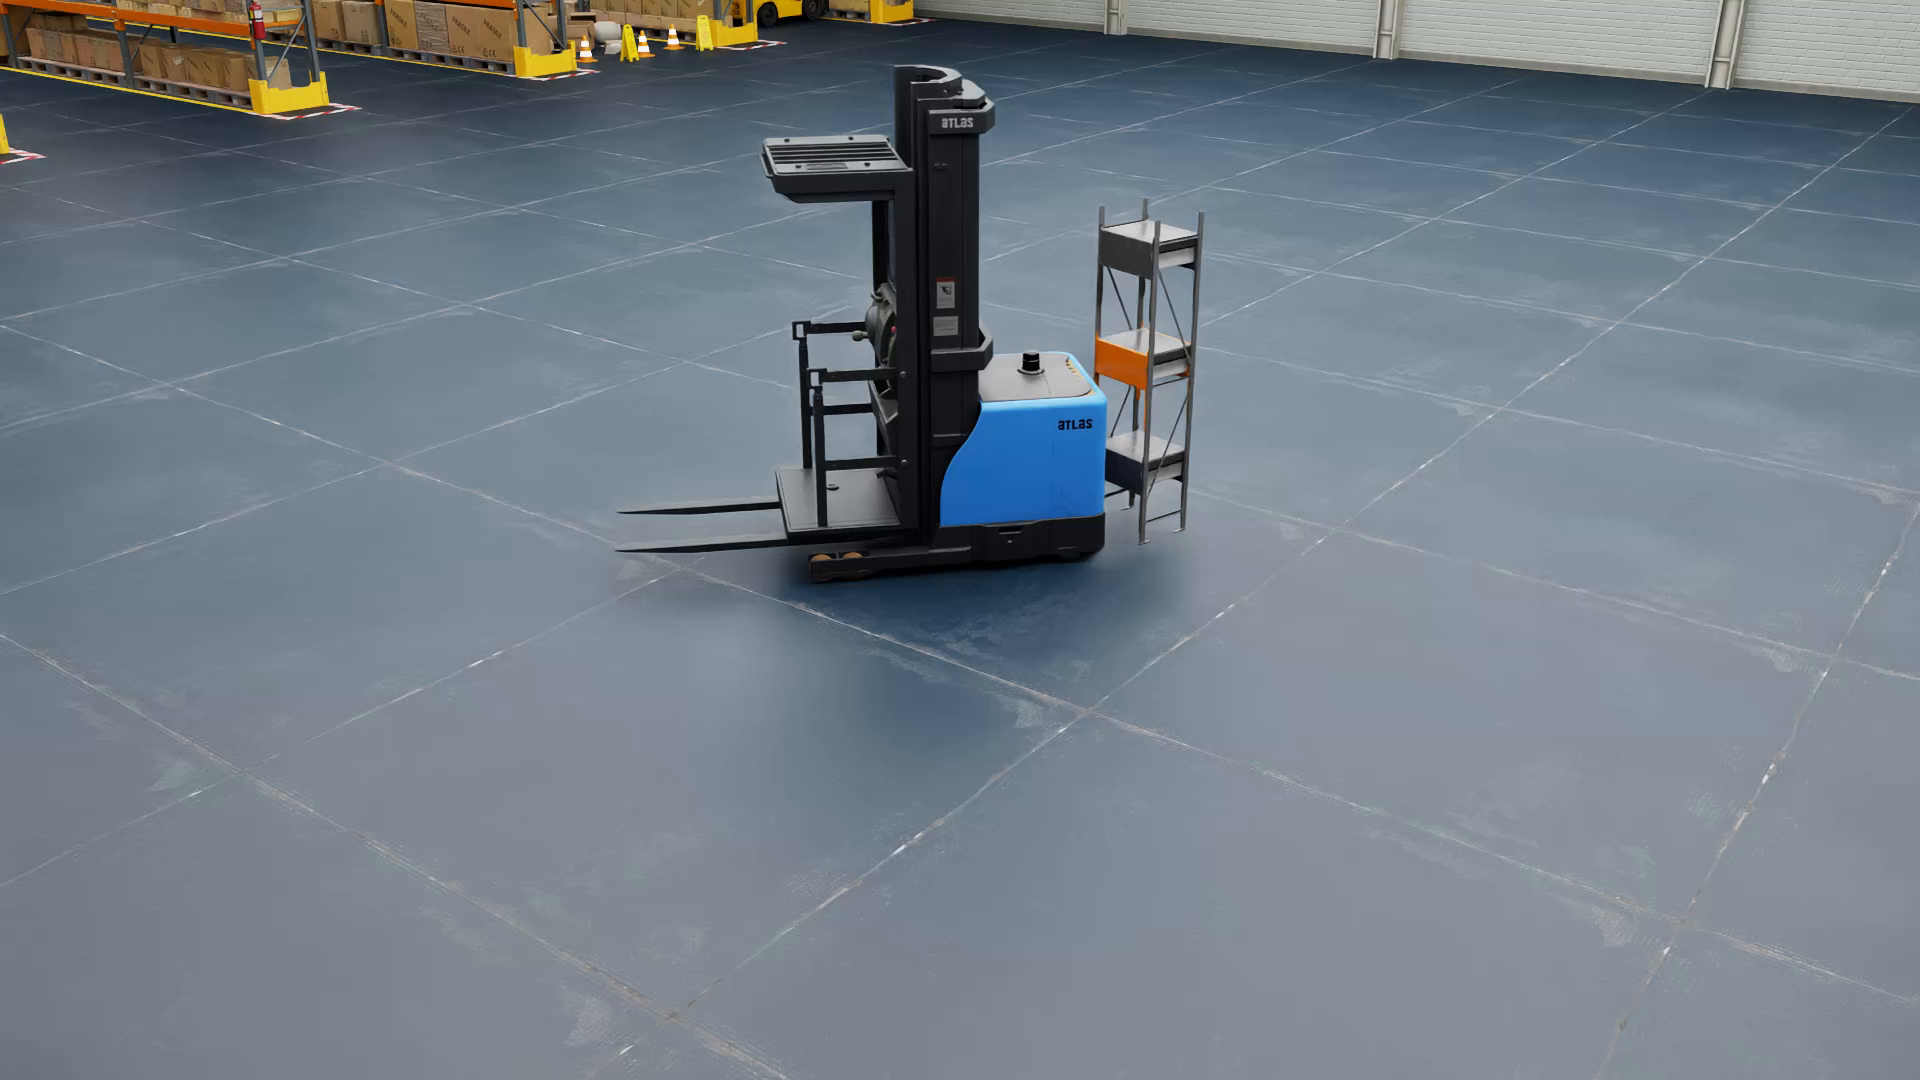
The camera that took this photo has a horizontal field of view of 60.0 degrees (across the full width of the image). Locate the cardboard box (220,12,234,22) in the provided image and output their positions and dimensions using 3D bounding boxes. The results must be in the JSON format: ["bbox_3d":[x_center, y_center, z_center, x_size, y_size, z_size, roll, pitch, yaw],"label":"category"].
[{"bbox_3d":[-11.229,-8.134,25.803,0.250,0.149,0.380,17,29,33],"label":"cardboard box"}]

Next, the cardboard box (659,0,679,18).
[{"bbox_3d":[-5.720,-10.851,33.618,0.500,0.500,0.500,18,30,35],"label":"cardboard box"}]

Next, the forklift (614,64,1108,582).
[{"bbox_3d":[-0.655,-1.312,10.094,3.031,2.935,1.130,-4,24,-9],"label":"forklift"}]

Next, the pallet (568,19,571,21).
[{"bbox_3d":[-8.327,-11.219,35.950,1.213,0.211,1.003,17,29,33],"label":"pallet"}]

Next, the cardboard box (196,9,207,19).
[{"bbox_3d":[-11.808,-8.327,26.240,0.250,0.149,0.380,17,29,33],"label":"cardboard box"}]

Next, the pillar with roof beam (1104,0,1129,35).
[{"bbox_3d":[0.674,-13.307,29.790,0.400,9.000,9.100,17,29,33],"label":"pillar with roof beam"}]

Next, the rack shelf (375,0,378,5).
[{"bbox_3d":[-12.192,-10.840,32.524,4.000,0.370,1.077,17,29,33],"label":"rack shelf"}]

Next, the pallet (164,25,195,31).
[{"bbox_3d":[-16.369,-11.156,35.808,1.213,0.211,1.003,17,29,33],"label":"pallet"}]

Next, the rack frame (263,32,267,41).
[{"bbox_3d":[-13.792,-11.653,33.477,0.127,3.000,1.000,17,29,33],"label":"rack frame"}]

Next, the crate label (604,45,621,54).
[{"bbox_3d":[-6.681,-9.447,32.022,0.298,0.136,0.250,3,24,6],"label":"crate label"}]

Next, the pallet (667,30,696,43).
[{"bbox_3d":[-5.193,-10.290,33.842,1.213,0.211,1.003,17,29,33],"label":"pallet"}]

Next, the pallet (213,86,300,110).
[{"bbox_3d":[-11.136,-7.093,26.585,1.213,0.211,1.003,17,29,33],"label":"pallet"}]

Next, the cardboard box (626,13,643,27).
[{"bbox_3d":[-6.533,-10.758,34.336,0.500,0.250,0.500,16,29,33],"label":"cardboard box"}]

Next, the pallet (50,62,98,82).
[{"bbox_3d":[-15.251,-8.316,29.363,1.213,0.211,1.003,17,29,33],"label":"pallet"}]

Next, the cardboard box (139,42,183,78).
[{"bbox_3d":[-13.351,-8.048,27.876,0.500,0.500,0.500,16,28,32],"label":"cardboard box"}]

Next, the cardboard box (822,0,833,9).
[{"bbox_3d":[-2.881,-12.135,37.461,0.500,0.250,0.500,17,29,34],"label":"cardboard box"}]

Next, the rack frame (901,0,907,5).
[{"bbox_3d":[-1.529,-12.942,36.403,0.127,3.000,1.000,17,29,33],"label":"rack frame"}]

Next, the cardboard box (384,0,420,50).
[{"bbox_3d":[-10.130,-9.731,31.229,0.875,0.875,0.875,17,29,34],"label":"cardboard box"}]

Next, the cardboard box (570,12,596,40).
[{"bbox_3d":[-7.662,-10.466,33.881,0.500,0.500,0.500,-5,24,-12],"label":"cardboard box"}]

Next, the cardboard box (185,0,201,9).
[{"bbox_3d":[-11.716,-8.683,26.244,0.500,0.500,0.875,17,29,33],"label":"cardboard box"}]

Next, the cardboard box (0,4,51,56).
[{"bbox_3d":[-17.388,-9.470,30.638,0.875,0.875,1.225,15,28,31],"label":"cardboard box"}]

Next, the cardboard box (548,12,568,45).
[{"bbox_3d":[-8.180,-10.091,32.860,0.503,0.637,0.797,17,29,33],"label":"cardboard box"}]

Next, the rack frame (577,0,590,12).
[{"bbox_3d":[-7.704,-12.307,34.962,0.127,3.000,1.000,17,29,33],"label":"rack frame"}]

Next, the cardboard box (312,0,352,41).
[{"bbox_3d":[-11.912,-10.204,32.458,0.750,0.750,1.050,17,29,33],"label":"cardboard box"}]

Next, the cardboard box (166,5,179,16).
[{"bbox_3d":[-12.447,-8.487,26.604,0.250,0.149,0.380,17,29,33],"label":"cardboard box"}]

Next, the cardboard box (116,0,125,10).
[{"bbox_3d":[-13.655,-8.846,27.417,0.250,0.149,0.380,17,29,33],"label":"cardboard box"}]

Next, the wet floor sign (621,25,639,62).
[{"bbox_3d":[-6.180,-9.273,30.995,0.232,0.644,0.267,12,26,24],"label":"wet floor sign"}]

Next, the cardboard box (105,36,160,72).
[{"bbox_3d":[-14.125,-8.322,28.473,0.500,0.500,0.700,14,28,29],"label":"cardboard box"}]

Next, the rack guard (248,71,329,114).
[{"bbox_3d":[-10.507,-7.017,26.055,0.348,0.500,1.175,17,29,33],"label":"rack guard"}]

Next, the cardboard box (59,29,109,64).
[{"bbox_3d":[-15.390,-8.714,29.361,0.500,0.500,0.700,20,31,38],"label":"cardboard box"}]

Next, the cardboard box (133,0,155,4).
[{"bbox_3d":[-12.945,-9.030,27.032,0.500,0.500,0.875,17,29,33],"label":"cardboard box"}]

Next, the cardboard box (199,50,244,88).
[{"bbox_3d":[-11.924,-7.638,26.945,0.500,0.500,0.500,20,31,38],"label":"cardboard box"}]

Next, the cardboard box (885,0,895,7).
[{"bbox_3d":[-1.805,-12.058,37.286,0.500,0.250,0.500,17,29,34],"label":"cardboard box"}]

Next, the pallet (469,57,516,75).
[{"bbox_3d":[-8.077,-8.610,30.030,1.213,0.211,1.003,17,29,33],"label":"pallet"}]

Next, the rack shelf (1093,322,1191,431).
[{"bbox_3d":[1.165,-1.044,10.548,0.431,0.518,0.480,-17,29,-34],"label":"rack shelf"}]

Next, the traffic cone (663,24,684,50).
[{"bbox_3d":[-5.621,-9.867,32.569,0.334,0.463,0.336,17,29,33],"label":"traffic cone"}]

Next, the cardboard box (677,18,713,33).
[{"bbox_3d":[-5.330,-10.388,33.496,0.500,0.250,0.500,17,29,33],"label":"cardboard box"}]

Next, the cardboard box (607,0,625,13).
[{"bbox_3d":[-6.958,-11.229,34.474,0.500,0.500,0.500,18,30,35],"label":"cardboard box"}]

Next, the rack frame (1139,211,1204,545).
[{"bbox_3d":[1.314,-0.978,10.366,0.400,2.100,0.015,-17,29,-34],"label":"rack frame"}]

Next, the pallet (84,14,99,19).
[{"bbox_3d":[-19.504,-12.085,37.916,1.213,0.211,1.003,17,29,33],"label":"pallet"}]

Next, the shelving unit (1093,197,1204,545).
[{"bbox_3d":[1.165,-1.056,10.543,0.431,2.100,0.503,-17,29,-34],"label":"shelving unit"}]

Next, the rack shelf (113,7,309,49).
[{"bbox_3d":[-12.047,-8.297,26.752,4.000,0.370,1.077,17,29,33],"label":"rack shelf"}]

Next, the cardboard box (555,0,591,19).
[{"bbox_3d":[-8.125,-11.423,35.693,0.625,0.372,0.950,17,29,34],"label":"cardboard box"}]

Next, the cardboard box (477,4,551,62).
[{"bbox_3d":[-7.973,-9.081,29.754,0.875,0.875,0.875,17,29,34],"label":"cardboard box"}]

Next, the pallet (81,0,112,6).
[{"bbox_3d":[-14.171,-9.254,28.270,1.213,0.211,1.003,17,29,33],"label":"pallet"}]

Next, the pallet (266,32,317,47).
[{"bbox_3d":[-13.207,-10.162,33.551,1.213,0.211,1.003,17,29,33],"label":"pallet"}]

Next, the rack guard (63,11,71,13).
[{"bbox_3d":[-20.133,-12.425,38.330,0.348,0.500,1.175,17,29,33],"label":"rack guard"}]

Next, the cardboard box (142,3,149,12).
[{"bbox_3d":[-13.041,-8.672,27.024,0.250,0.149,0.380,17,29,33],"label":"cardboard box"}]
